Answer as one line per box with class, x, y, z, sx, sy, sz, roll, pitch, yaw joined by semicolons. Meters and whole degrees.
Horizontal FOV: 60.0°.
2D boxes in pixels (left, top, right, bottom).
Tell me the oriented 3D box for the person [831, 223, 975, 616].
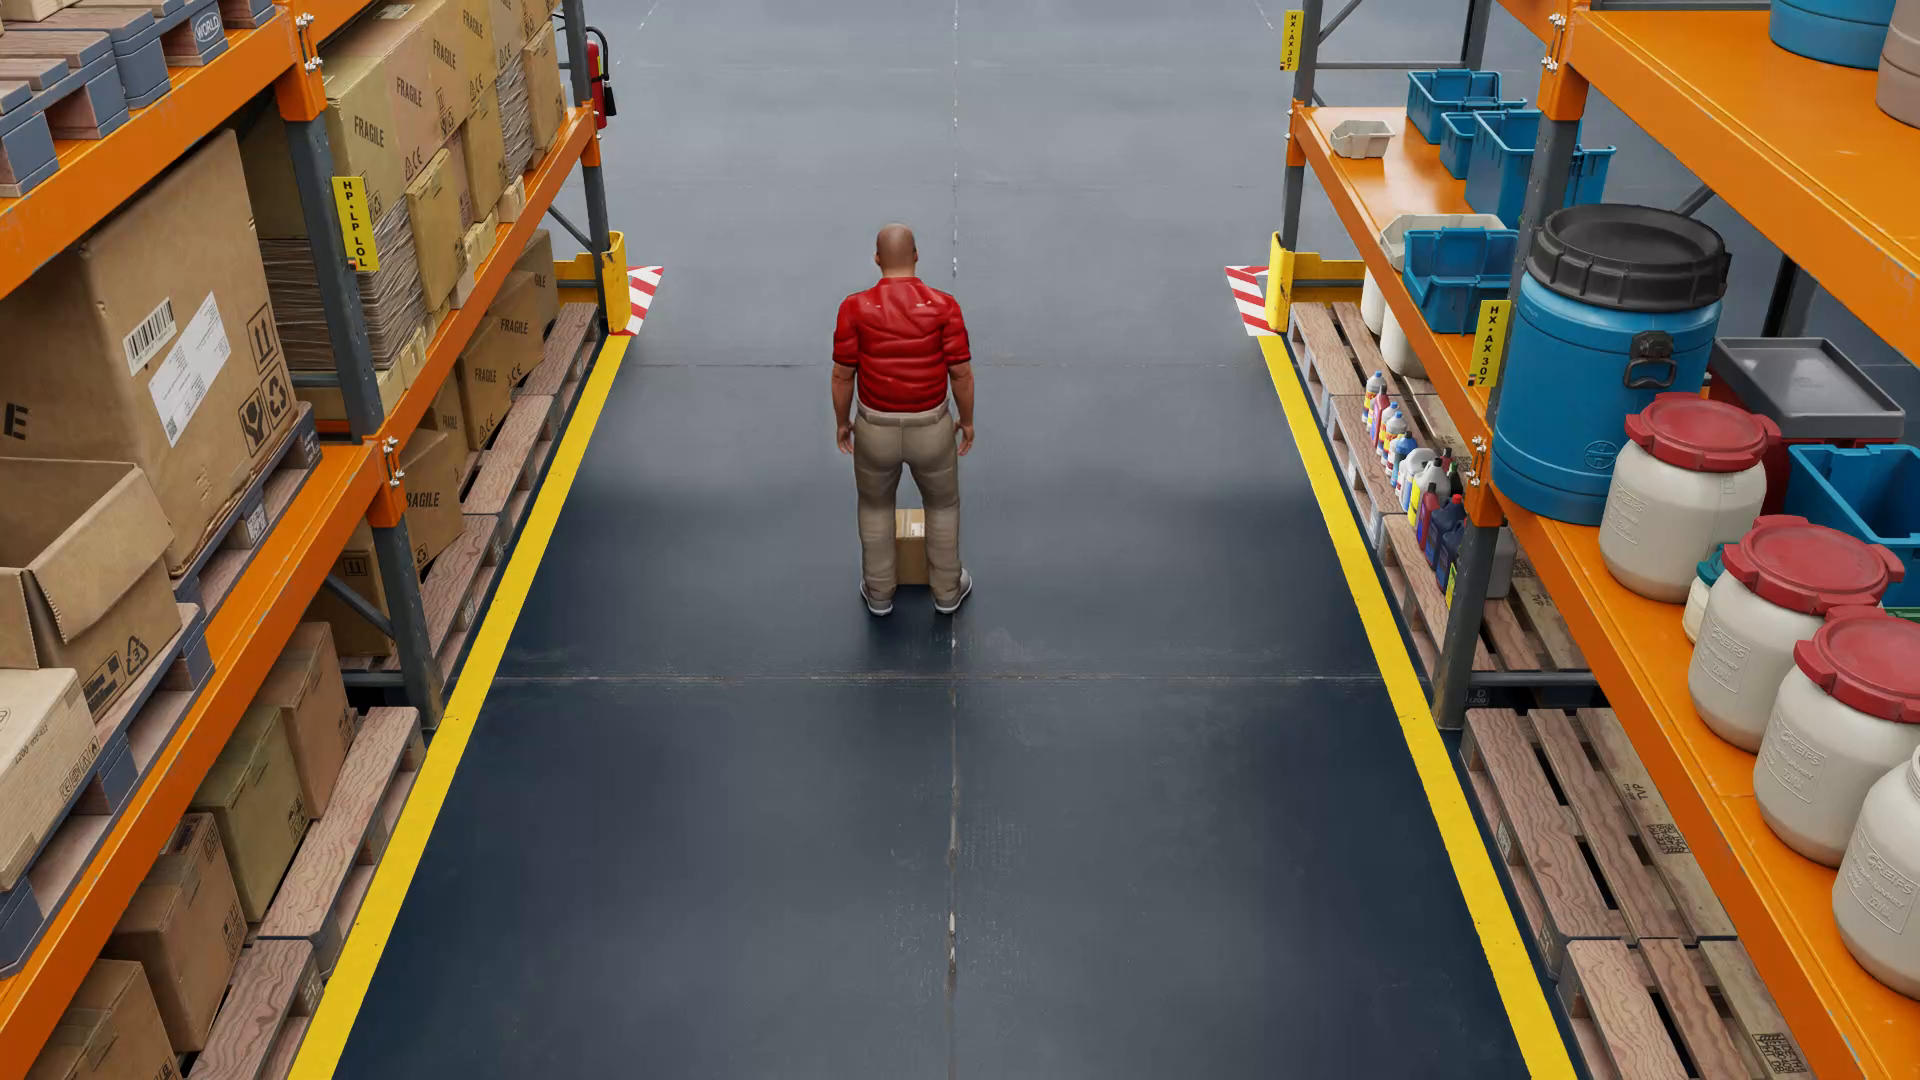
person;-0.231;-0.470;6.920;0.586;1.726;0.396;0;31;0
